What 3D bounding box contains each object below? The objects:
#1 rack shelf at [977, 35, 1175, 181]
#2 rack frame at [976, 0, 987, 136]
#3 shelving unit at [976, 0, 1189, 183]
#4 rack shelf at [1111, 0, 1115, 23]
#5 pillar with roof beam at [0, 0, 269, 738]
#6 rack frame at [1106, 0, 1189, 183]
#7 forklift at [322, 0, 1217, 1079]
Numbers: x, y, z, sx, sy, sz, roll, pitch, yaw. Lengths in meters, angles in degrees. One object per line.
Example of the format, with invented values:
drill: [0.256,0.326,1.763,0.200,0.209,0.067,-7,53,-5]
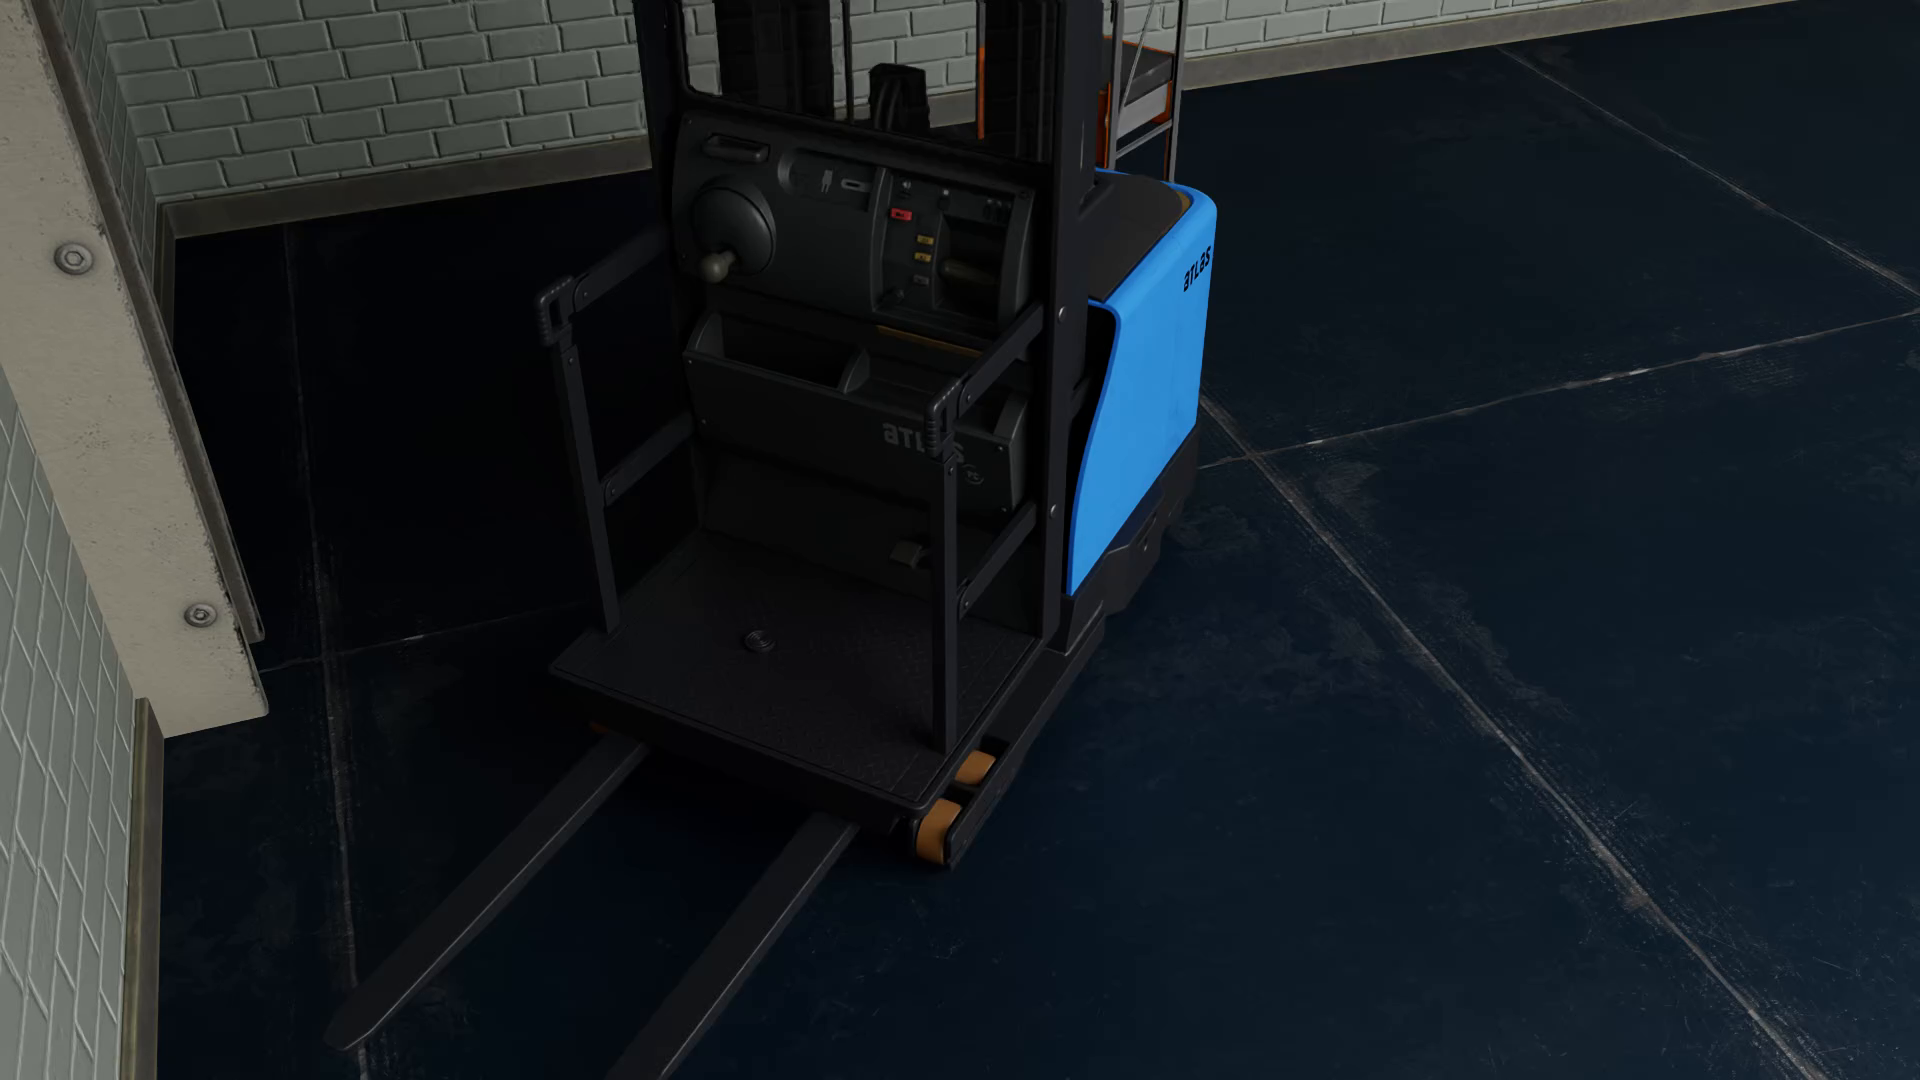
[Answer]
rack shelf: [0.372,-1.313,5.271,0.480,0.518,0.431,25,43,29]
rack frame: [0.179,-1.413,5.381,0.015,2.100,0.400,25,43,29]
shelving unit: [0.372,-1.324,5.263,0.503,2.100,0.431,25,43,29]
rack shelf: [0.372,-1.873,4.850,0.480,0.518,0.431,25,43,29]
pillar with roof beam: [1.913,-4.082,3.190,9.100,9.000,0.400,-12,39,-16]
rack frame: [0.566,-1.235,5.144,0.015,2.100,0.400,25,43,29]
forklift: [-0.358,-0.664,3.695,1.130,2.935,3.031,17,40,21]
